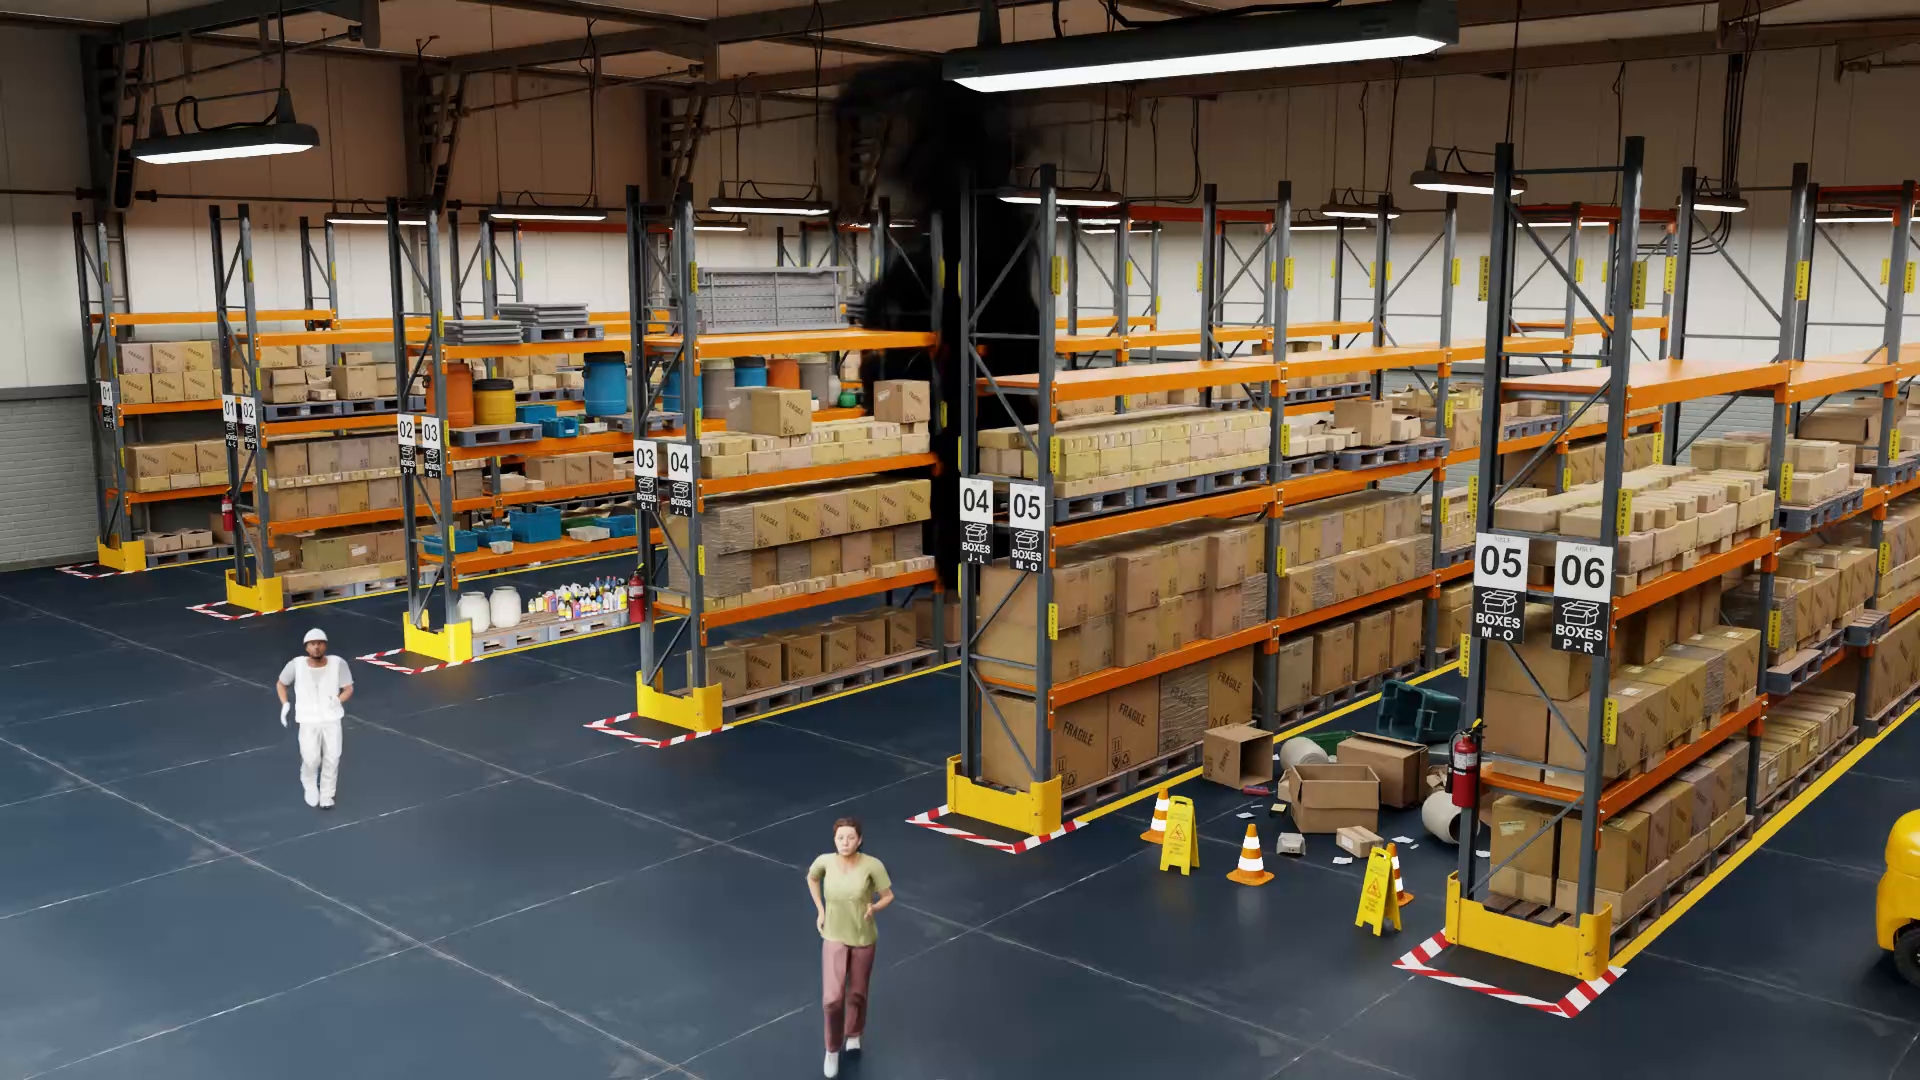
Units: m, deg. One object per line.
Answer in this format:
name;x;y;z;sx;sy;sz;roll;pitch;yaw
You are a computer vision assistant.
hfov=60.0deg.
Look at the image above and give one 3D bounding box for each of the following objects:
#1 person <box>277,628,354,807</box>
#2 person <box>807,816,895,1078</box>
person;-6.047;1.704;15.691;0.668;1.738;0.634;-5;11;-26
person;-0.705;2.597;10.702;0.573;1.696;0.681;0;9;-1
